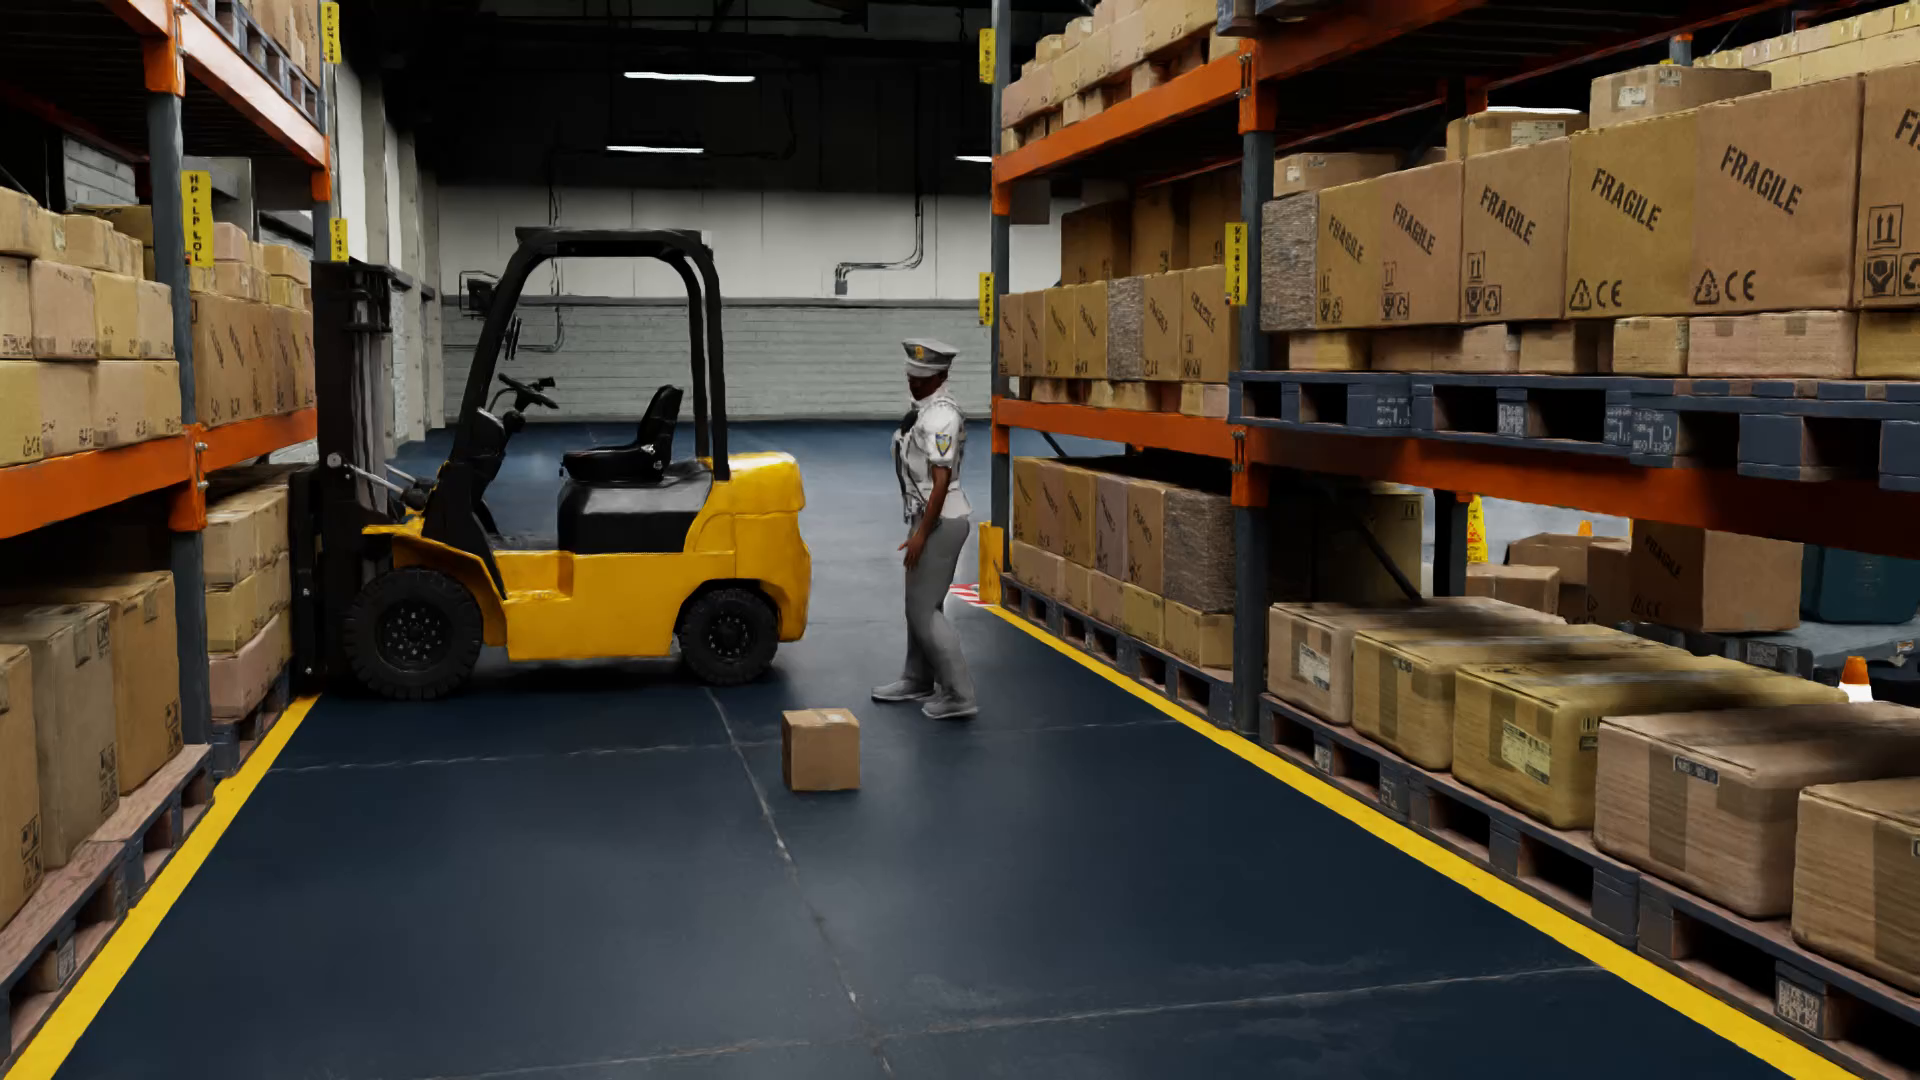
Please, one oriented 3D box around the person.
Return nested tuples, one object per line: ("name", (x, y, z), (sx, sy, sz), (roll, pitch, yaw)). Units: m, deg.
("person", (-0.168, -0.051, 7.285), (0.478, 1.645, 0.592), (0, 6, 0))
